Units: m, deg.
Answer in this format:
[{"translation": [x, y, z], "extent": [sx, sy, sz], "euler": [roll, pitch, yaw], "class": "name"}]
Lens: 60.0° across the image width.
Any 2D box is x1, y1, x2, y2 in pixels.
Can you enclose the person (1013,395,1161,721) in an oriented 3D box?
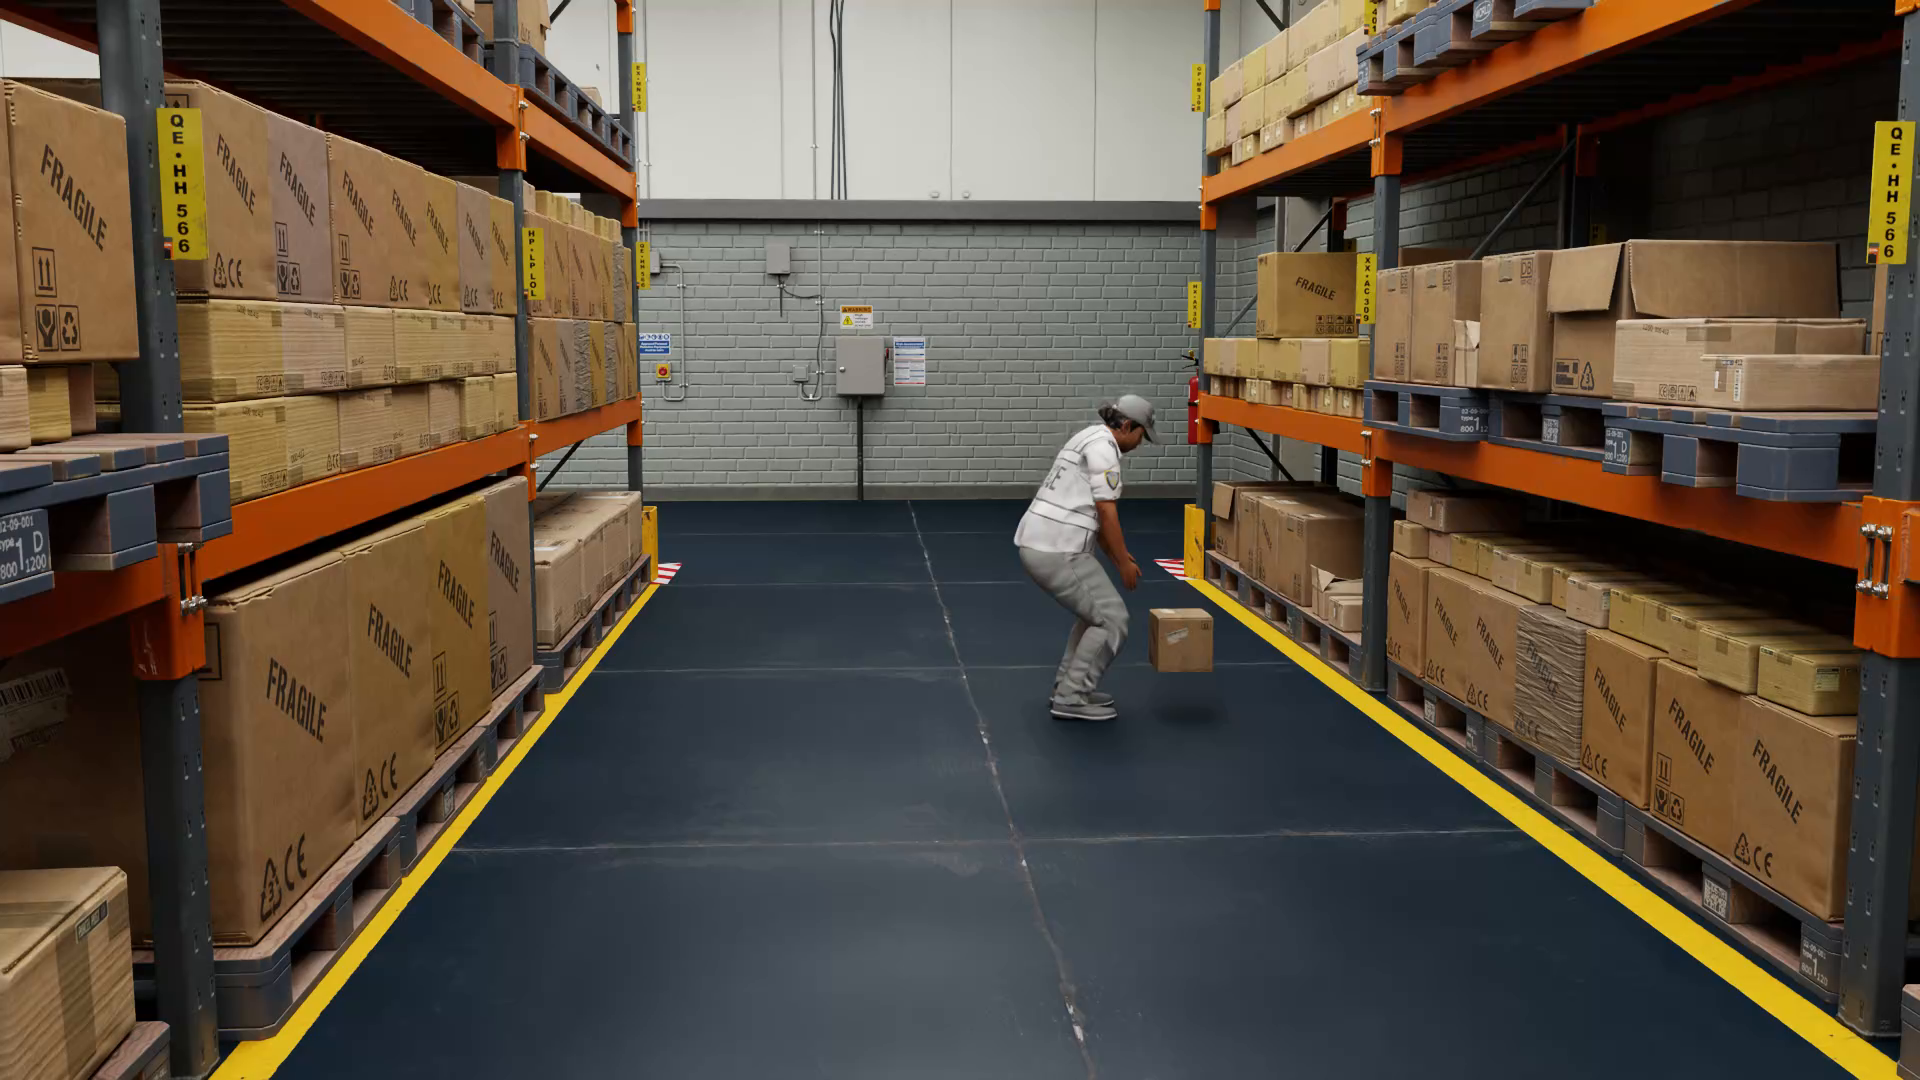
[{"translation": [0.580, 0.068, 7.593], "extent": [0.671, 1.457, 0.530], "euler": [0, 7, -3], "class": "person"}]
